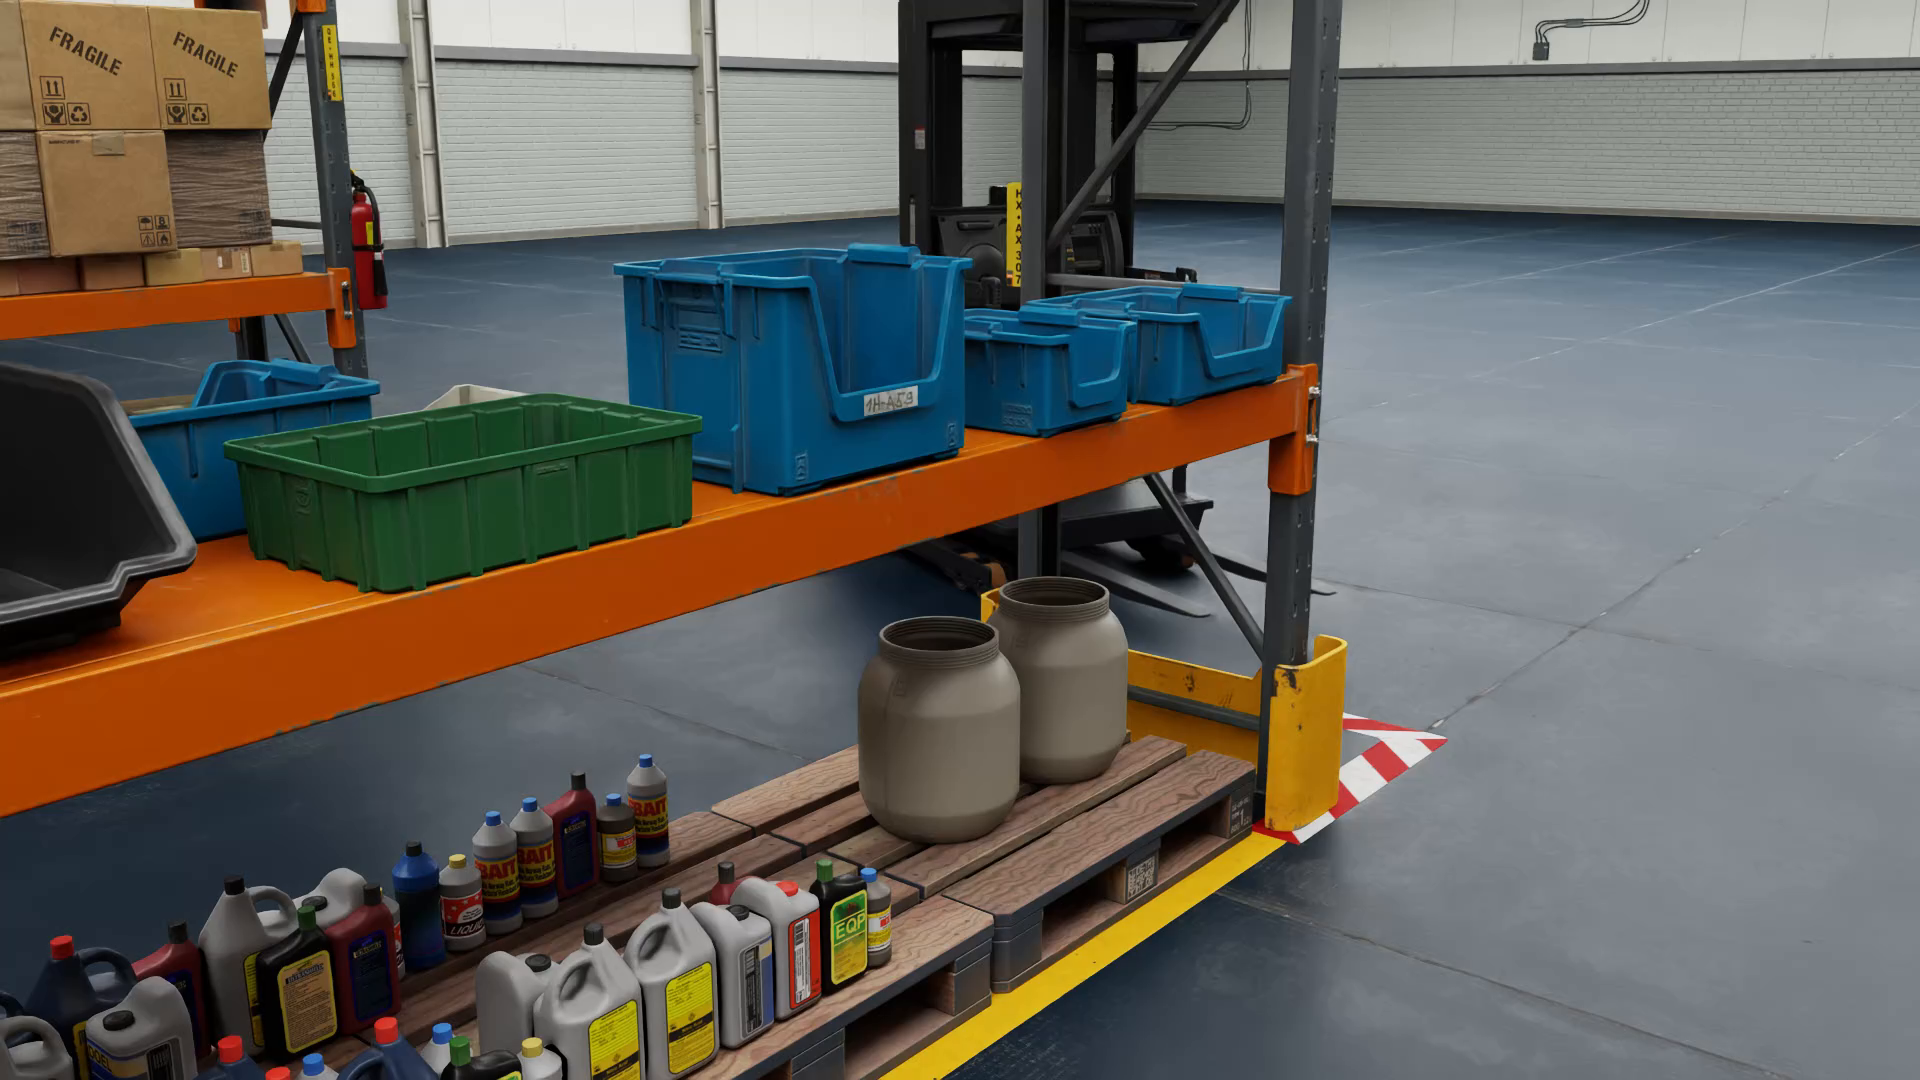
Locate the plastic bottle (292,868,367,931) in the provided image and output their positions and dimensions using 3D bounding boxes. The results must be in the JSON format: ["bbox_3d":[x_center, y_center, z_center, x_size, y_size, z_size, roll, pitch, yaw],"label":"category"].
[{"bbox_3d":[-1.289,0.827,3.415,0.152,0.276,0.135,12,18,39],"label":"plastic bottle"}]

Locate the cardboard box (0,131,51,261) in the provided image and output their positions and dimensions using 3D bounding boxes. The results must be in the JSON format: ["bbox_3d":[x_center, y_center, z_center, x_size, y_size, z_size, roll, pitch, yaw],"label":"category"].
[{"bbox_3d":[-4.173,-1.404,6.750,0.875,0.500,0.500,11,18,38],"label":"cardboard box"}]

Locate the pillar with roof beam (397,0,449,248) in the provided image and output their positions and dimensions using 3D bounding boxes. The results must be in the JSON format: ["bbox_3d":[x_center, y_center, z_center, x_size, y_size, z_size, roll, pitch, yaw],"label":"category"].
[{"bbox_3d":[-5.056,-8.362,22.764,9.100,9.000,0.400,11,18,38],"label":"pillar with roof beam"}]

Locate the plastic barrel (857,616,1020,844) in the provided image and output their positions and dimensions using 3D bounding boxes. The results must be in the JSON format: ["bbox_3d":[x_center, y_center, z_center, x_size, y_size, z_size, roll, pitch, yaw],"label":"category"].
[{"bbox_3d":[-0.054,0.487,4.314,0.421,0.512,0.421,0,14,0],"label":"plastic barrel"}]

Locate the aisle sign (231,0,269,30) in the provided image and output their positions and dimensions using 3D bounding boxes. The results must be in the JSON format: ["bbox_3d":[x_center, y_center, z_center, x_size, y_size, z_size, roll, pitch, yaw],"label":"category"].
[{"bbox_3d":[-3.431,-2.834,7.907,0.394,0.787,0.004,11,18,38],"label":"aisle sign"}]

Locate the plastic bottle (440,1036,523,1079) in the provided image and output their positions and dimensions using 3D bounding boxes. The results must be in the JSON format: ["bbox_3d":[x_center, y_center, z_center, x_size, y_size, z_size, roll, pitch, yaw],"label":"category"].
[{"bbox_3d":[-0.814,0.968,2.842,0.061,0.283,0.133,12,19,40],"label":"plastic bottle"}]

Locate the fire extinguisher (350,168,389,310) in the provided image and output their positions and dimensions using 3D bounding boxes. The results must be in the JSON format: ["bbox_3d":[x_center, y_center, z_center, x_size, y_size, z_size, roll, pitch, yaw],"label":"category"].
[{"bbox_3d":[-2.807,-1.429,7.812,0.296,0.674,0.183,11,18,38],"label":"fire extinguisher"}]

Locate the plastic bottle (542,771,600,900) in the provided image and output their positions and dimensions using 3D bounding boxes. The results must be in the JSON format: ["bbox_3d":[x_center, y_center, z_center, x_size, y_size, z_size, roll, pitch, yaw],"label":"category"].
[{"bbox_3d":[-0.923,0.694,3.924,0.061,0.283,0.133,12,18,38],"label":"plastic bottle"}]

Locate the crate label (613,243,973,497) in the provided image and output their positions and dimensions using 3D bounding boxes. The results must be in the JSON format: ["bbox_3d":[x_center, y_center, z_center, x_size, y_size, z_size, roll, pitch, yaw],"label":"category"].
[{"bbox_3d":[-0.331,-0.372,3.424,0.502,0.435,0.616,11,18,38],"label":"crate label"}]

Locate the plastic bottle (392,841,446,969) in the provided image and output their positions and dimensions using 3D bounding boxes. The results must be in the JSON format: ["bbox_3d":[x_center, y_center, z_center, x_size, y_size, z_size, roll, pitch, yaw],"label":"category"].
[{"bbox_3d":[-1.172,0.782,3.598,0.097,0.271,0.097,0,14,0],"label":"plastic bottle"}]

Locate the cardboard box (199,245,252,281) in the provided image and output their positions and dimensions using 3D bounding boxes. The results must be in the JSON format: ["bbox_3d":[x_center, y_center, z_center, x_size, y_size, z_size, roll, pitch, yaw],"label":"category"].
[{"bbox_3d":[-3.413,-1.260,7.500,0.380,0.149,0.250,11,18,38],"label":"cardboard box"}]

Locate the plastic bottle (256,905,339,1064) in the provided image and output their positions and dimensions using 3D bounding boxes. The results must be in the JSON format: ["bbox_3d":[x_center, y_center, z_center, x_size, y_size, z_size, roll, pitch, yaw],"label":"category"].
[{"bbox_3d":[-1.299,0.864,3.251,0.061,0.283,0.133,11,18,38],"label":"plastic bottle"}]

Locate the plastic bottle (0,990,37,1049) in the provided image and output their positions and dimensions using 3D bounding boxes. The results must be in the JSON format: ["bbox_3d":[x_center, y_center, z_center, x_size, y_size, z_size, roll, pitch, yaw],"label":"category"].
[{"bbox_3d":[-1.718,0.919,2.898,0.144,0.351,0.185,11,18,36],"label":"plastic bottle"}]

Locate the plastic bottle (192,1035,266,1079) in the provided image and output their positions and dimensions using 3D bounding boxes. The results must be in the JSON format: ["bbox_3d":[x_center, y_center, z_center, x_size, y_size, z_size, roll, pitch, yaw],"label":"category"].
[{"bbox_3d":[-1.181,0.975,2.680,0.144,0.351,0.185,11,18,38],"label":"plastic bottle"}]

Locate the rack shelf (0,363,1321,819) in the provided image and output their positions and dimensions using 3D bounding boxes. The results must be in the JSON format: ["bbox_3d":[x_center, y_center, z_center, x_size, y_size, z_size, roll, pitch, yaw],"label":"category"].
[{"bbox_3d":[-0.642,-0.018,3.561,1.077,0.370,4.000,11,18,38],"label":"rack shelf"}]

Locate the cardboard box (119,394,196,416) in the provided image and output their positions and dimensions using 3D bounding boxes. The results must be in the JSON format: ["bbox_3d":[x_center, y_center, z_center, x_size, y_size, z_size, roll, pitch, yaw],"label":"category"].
[{"bbox_3d":[-3.642,-0.391,7.793,0.500,0.500,0.500,-12,18,-39],"label":"cardboard box"}]

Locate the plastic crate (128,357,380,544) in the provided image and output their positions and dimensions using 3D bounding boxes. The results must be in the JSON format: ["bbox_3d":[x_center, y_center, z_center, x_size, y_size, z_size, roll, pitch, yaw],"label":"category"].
[{"bbox_3d":[-1.414,-0.165,2.983,0.499,0.251,0.616,11,18,38],"label":"plastic crate"}]

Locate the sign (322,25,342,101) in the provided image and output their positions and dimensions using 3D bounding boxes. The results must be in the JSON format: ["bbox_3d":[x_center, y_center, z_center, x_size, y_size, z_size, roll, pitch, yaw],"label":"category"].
[{"bbox_3d":[-2.818,-2.140,7.463,0.100,0.325,0.005,11,18,38],"label":"sign"}]

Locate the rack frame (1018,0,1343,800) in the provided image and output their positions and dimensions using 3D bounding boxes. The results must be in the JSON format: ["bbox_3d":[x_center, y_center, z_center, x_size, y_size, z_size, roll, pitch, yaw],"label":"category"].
[{"bbox_3d":[0.615,-0.749,4.980,1.000,3.000,0.127,11,18,38],"label":"rack frame"}]

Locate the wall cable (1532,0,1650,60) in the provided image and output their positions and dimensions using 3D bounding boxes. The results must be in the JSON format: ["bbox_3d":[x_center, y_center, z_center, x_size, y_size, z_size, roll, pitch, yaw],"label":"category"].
[{"bbox_3d":[13.163,-13.011,34.158,2.305,6.003,0.169,11,18,38],"label":"wall cable"}]

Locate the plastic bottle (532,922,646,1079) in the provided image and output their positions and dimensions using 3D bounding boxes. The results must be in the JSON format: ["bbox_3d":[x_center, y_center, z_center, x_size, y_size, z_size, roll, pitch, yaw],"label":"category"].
[{"bbox_3d":[-0.683,0.879,3.055,0.144,0.351,0.185,11,18,37],"label":"plastic bottle"}]

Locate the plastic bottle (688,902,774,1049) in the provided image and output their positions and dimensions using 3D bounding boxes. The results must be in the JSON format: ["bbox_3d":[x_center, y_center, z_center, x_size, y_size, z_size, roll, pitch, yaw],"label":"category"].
[{"bbox_3d":[-0.465,0.848,3.332,0.152,0.276,0.135,11,18,36],"label":"plastic bottle"}]

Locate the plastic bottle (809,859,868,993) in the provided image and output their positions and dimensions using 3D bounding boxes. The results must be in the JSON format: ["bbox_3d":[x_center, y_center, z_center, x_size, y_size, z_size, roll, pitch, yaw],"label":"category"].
[{"bbox_3d":[-0.257,0.799,3.510,0.061,0.283,0.133,12,18,39],"label":"plastic bottle"}]

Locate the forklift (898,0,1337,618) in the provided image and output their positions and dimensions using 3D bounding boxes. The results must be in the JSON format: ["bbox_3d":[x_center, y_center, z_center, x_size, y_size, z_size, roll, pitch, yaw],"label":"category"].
[{"bbox_3d":[0.428,-1.288,7.241,1.130,2.935,3.031,-8,16,-28],"label":"forklift"}]

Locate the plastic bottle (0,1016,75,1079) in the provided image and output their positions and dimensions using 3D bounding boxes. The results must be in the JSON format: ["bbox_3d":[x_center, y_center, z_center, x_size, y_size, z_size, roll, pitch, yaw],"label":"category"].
[{"bbox_3d":[-1.606,0.942,2.810,0.144,0.351,0.185,11,18,38],"label":"plastic bottle"}]

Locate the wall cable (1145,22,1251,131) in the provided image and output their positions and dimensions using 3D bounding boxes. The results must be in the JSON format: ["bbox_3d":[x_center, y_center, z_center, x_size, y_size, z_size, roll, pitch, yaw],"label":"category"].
[{"bbox_3d":[5.789,-11.330,40.754,3.097,2.526,0.112,11,18,38],"label":"wall cable"}]

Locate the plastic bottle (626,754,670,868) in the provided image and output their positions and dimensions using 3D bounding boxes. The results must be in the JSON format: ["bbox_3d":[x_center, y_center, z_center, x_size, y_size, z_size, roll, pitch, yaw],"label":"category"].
[{"bbox_3d":[-0.766,0.659,4.085,0.097,0.271,0.097,0,14,0],"label":"plastic bottle"}]

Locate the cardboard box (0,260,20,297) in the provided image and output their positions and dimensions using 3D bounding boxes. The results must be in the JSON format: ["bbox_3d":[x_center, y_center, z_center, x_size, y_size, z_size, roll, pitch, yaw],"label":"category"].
[{"bbox_3d":[-4.028,-1.066,6.735,0.380,0.149,0.250,11,18,38],"label":"cardboard box"}]

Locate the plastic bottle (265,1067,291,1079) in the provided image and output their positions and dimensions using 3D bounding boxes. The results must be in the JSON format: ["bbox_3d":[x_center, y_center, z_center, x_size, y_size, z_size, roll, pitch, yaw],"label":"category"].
[{"bbox_3d":[-1.068,0.997,2.592,0.144,0.351,0.185,12,18,39],"label":"plastic bottle"}]

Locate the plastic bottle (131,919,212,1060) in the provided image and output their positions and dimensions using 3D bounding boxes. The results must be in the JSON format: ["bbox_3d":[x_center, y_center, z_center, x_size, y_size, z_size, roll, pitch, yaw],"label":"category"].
[{"bbox_3d":[-1.527,0.878,3.199,0.061,0.283,0.133,13,19,41],"label":"plastic bottle"}]

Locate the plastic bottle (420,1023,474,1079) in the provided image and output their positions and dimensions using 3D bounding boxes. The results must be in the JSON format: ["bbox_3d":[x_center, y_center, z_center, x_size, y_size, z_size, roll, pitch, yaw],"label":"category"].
[{"bbox_3d":[-0.887,0.965,2.878,0.097,0.271,0.097,0,14,0],"label":"plastic bottle"}]

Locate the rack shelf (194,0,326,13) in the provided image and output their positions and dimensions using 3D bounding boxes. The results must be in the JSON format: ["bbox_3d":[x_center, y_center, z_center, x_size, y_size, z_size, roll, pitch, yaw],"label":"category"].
[{"bbox_3d":[-4.494,-2.238,6.209,1.077,0.370,4.000,11,18,38],"label":"rack shelf"}]

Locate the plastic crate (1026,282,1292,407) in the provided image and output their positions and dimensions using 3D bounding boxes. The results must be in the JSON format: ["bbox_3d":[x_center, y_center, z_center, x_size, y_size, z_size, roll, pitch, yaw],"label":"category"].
[{"bbox_3d":[0.534,-0.535,4.439,0.499,0.251,0.616,11,18,38],"label":"plastic crate"}]

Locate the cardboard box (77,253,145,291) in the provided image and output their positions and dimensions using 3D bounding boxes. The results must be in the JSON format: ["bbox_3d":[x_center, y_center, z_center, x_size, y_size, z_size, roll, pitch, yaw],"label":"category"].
[{"bbox_3d":[-3.699,-1.158,7.101,0.380,0.149,0.250,11,18,38],"label":"cardboard box"}]

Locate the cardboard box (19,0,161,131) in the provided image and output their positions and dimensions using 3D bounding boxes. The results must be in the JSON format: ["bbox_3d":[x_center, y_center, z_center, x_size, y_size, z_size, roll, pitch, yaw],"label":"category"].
[{"bbox_3d":[-3.700,-1.953,6.880,0.500,0.500,0.500,11,18,38],"label":"cardboard box"}]

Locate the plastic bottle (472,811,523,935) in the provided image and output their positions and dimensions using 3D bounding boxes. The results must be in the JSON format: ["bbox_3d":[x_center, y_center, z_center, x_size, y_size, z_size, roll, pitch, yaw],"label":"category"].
[{"bbox_3d":[-1.045,0.744,3.751,0.097,0.271,0.097,0,14,0],"label":"plastic bottle"}]

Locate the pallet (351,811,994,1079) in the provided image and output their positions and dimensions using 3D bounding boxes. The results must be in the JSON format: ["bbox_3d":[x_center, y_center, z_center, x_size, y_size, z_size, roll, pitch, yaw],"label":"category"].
[{"bbox_3d":[-0.678,1.011,3.713,1.003,0.211,1.213,11,18,38],"label":"pallet"}]

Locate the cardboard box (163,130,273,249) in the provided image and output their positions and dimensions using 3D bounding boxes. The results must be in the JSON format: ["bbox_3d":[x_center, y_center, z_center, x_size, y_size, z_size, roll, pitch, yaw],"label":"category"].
[{"bbox_3d":[-3.604,-1.607,7.550,0.875,0.500,0.500,11,18,38],"label":"cardboard box"}]
